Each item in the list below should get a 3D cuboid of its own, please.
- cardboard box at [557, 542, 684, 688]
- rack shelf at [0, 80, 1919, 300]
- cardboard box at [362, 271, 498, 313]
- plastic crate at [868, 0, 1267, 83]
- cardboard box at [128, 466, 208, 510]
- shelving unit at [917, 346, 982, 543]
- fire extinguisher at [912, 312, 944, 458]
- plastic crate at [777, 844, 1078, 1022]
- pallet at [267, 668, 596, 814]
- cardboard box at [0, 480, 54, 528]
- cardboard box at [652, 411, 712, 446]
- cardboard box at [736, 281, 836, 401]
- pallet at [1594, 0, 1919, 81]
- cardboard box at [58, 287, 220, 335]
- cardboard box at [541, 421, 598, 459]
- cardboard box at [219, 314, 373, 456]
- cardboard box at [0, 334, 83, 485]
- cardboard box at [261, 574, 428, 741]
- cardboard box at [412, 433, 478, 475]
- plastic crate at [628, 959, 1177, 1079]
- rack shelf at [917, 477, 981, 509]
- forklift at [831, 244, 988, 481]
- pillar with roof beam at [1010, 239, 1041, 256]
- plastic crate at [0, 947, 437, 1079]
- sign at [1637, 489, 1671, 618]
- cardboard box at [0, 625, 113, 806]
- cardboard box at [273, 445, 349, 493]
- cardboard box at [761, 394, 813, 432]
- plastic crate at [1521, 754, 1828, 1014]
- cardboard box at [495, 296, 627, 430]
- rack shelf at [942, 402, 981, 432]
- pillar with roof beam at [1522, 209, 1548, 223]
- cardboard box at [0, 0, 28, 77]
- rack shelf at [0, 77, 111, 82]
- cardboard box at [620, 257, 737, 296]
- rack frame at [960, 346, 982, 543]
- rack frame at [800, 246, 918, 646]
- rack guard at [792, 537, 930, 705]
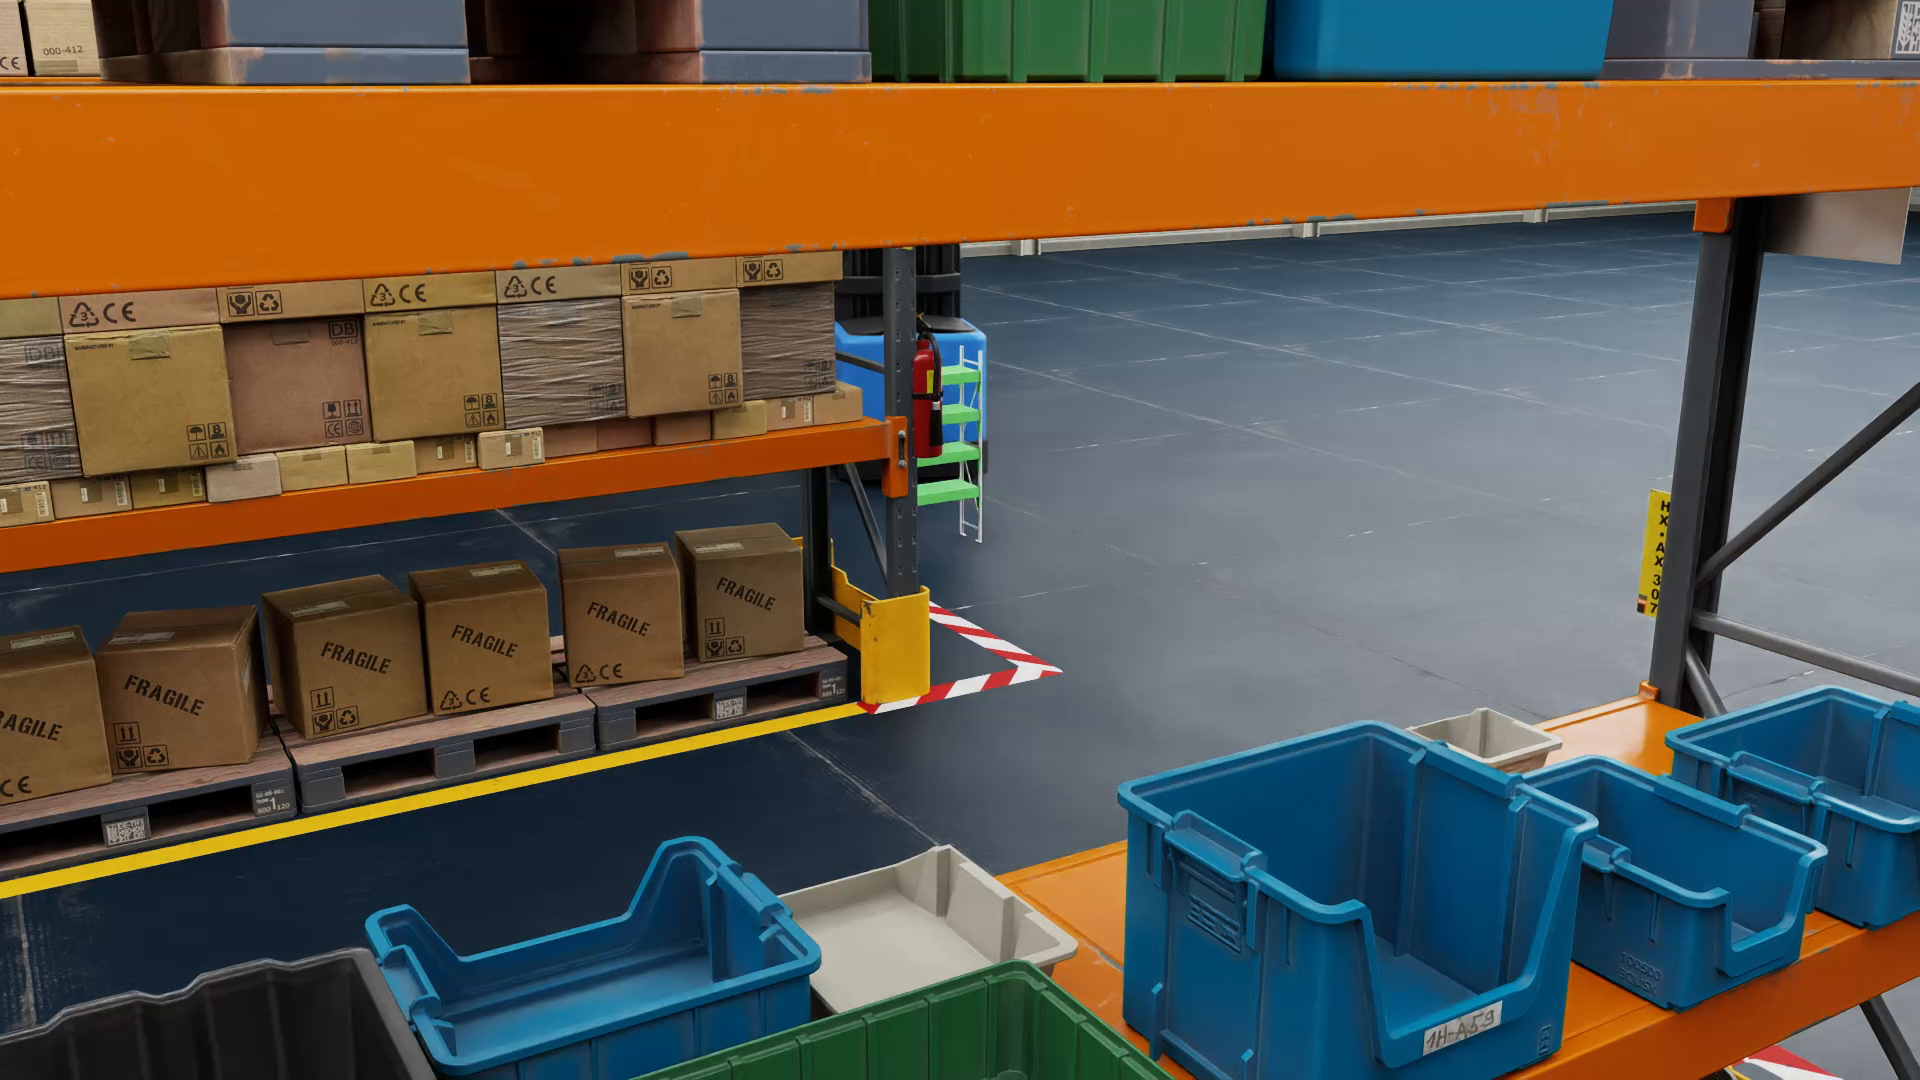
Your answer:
[{"bbox_3d":[-1.540,0.330,7.527,0.500,0.500,0.500,-4,16,-15],"label":"cardboard box"},{"bbox_3d":[0.335,-0.519,2.479,4.000,0.370,1.077,-9,18,-30],"label":"rack shelf"},{"bbox_3d":[-2.134,-1.177,6.462,0.500,0.500,0.500,-9,18,-30],"label":"cardboard box"},{"bbox_3d":[0.114,-0.642,1.977,0.450,0.188,0.336,-9,18,-30],"label":"plastic crate"},{"bbox_3d":[-2.960,-0.238,6.167,0.250,0.149,0.380,-9,18,-30],"label":"cardboard box"},{"bbox_3d":[-0.142,-0.555,10.166,0.503,1.200,0.258,-9,18,-30],"label":"shelving unit"},{"bbox_3d":[-0.166,-0.717,7.554,0.183,0.674,0.296,-9,18,-30],"label":"fire extinguisher"},{"bbox_3d":[-0.118,0.700,2.845,0.437,0.136,0.530,-9,18,-30],"label":"plastic crate"},{"bbox_3d":[-2.326,0.781,7.231,1.213,0.211,1.003,-9,18,-30],"label":"pallet"},{"bbox_3d":[-3.370,-0.160,5.889,0.250,0.149,0.380,-9,18,-30],"label":"cardboard box"},{"bbox_3d":[-1.264,-0.524,7.188,0.250,0.149,0.380,-9,18,-30],"label":"cardboard box"},{"bbox_3d":[-0.987,-0.966,7.563,0.500,0.500,0.875,-9,18,-30],"label":"cardboard box"},{"bbox_3d":[1.290,-0.960,3.070,1.213,0.211,1.003,-9,18,-30],"label":"pallet"},{"bbox_3d":[-2.985,-1.035,5.957,0.500,0.500,0.500,-9,18,-30],"label":"cardboard box"},{"bbox_3d":[-1.702,-0.459,6.956,0.250,0.149,0.380,-9,18,-30],"label":"cardboard box"},{"bbox_3d":[-2.689,-0.683,6.552,0.500,0.500,0.875,-9,18,-30],"label":"cardboard box"},{"bbox_3d":[-3.512,-0.529,6.002,0.500,0.500,0.875,-9,18,-30],"label":"cardboard box"},{"bbox_3d":[-2.588,0.480,6.992,0.500,0.500,0.500,-11,19,-35],"label":"cardboard box"},{"bbox_3d":[-2.121,-0.385,6.692,0.250,0.149,0.380,-9,18,-30],"label":"cardboard box"},{"bbox_3d":[-0.070,0.836,2.264,0.662,0.188,0.450,-9,18,-30],"label":"plastic crate"},{"bbox_3d":[-0.142,-0.262,10.248,0.480,0.148,0.258,-9,18,-30],"label":"rack shelf"},{"bbox_3d":[-0.587,-2.179,12.754,1.130,2.935,3.031,-3,16,-11],"label":"forklift"},{"bbox_3d":[3.278,-7.958,22.128,0.400,9.000,9.100,-9,18,-30],"label":"pillar with roof beam"},{"bbox_3d":[-0.865,0.844,1.958,0.504,0.338,0.767,-9,18,-30],"label":"plastic crate"},{"bbox_3d":[1.770,0.040,4.198,0.005,0.325,0.100,-9,18,-30],"label":"sign"},{"bbox_3d":[-3.566,0.666,6.329,0.500,0.500,0.500,-10,18,-31],"label":"cardboard box"},{"bbox_3d":[-2.532,-0.308,6.416,0.250,0.149,0.380,-9,18,-30],"label":"cardboard box"},{"bbox_3d":[-0.854,-0.602,7.466,0.250,0.149,0.380,-9,18,-30],"label":"cardboard box"},{"bbox_3d":[1.215,0.600,2.986,0.408,0.251,0.499,-9,18,-30],"label":"plastic crate"},{"bbox_3d":[-1.804,-0.810,7.004,0.500,0.500,0.875,-9,18,-30],"label":"cardboard box"},{"bbox_3d":[-0.142,-0.724,10.118,0.480,0.148,0.258,-9,18,-30],"label":"rack shelf"},{"bbox_3d":[13.564,-9.626,28.078,0.400,9.000,9.100,-9,18,-30],"label":"pillar with roof beam"},{"bbox_3d":[-3.412,-1.664,5.510,0.500,0.250,0.500,-10,19,-32],"label":"cardboard box"},{"bbox_3d":[-2.216,-1.665,6.567,4.000,0.370,1.077,-9,18,-30],"label":"rack shelf"},{"bbox_3d":[-1.271,-1.313,6.949,0.500,0.500,0.500,-9,18,-30],"label":"cardboard box"},{"bbox_3d":[0.067,-0.589,10.287,0.015,1.200,0.240,-9,18,-30],"label":"rack frame"},{"bbox_3d":[-0.501,-0.845,7.867,0.127,3.000,1.000,-9,18,-30],"label":"rack frame"},{"bbox_3d":[-0.566,0.369,8.167,0.348,0.500,1.175,-9,18,-30],"label":"rack guard"}]
